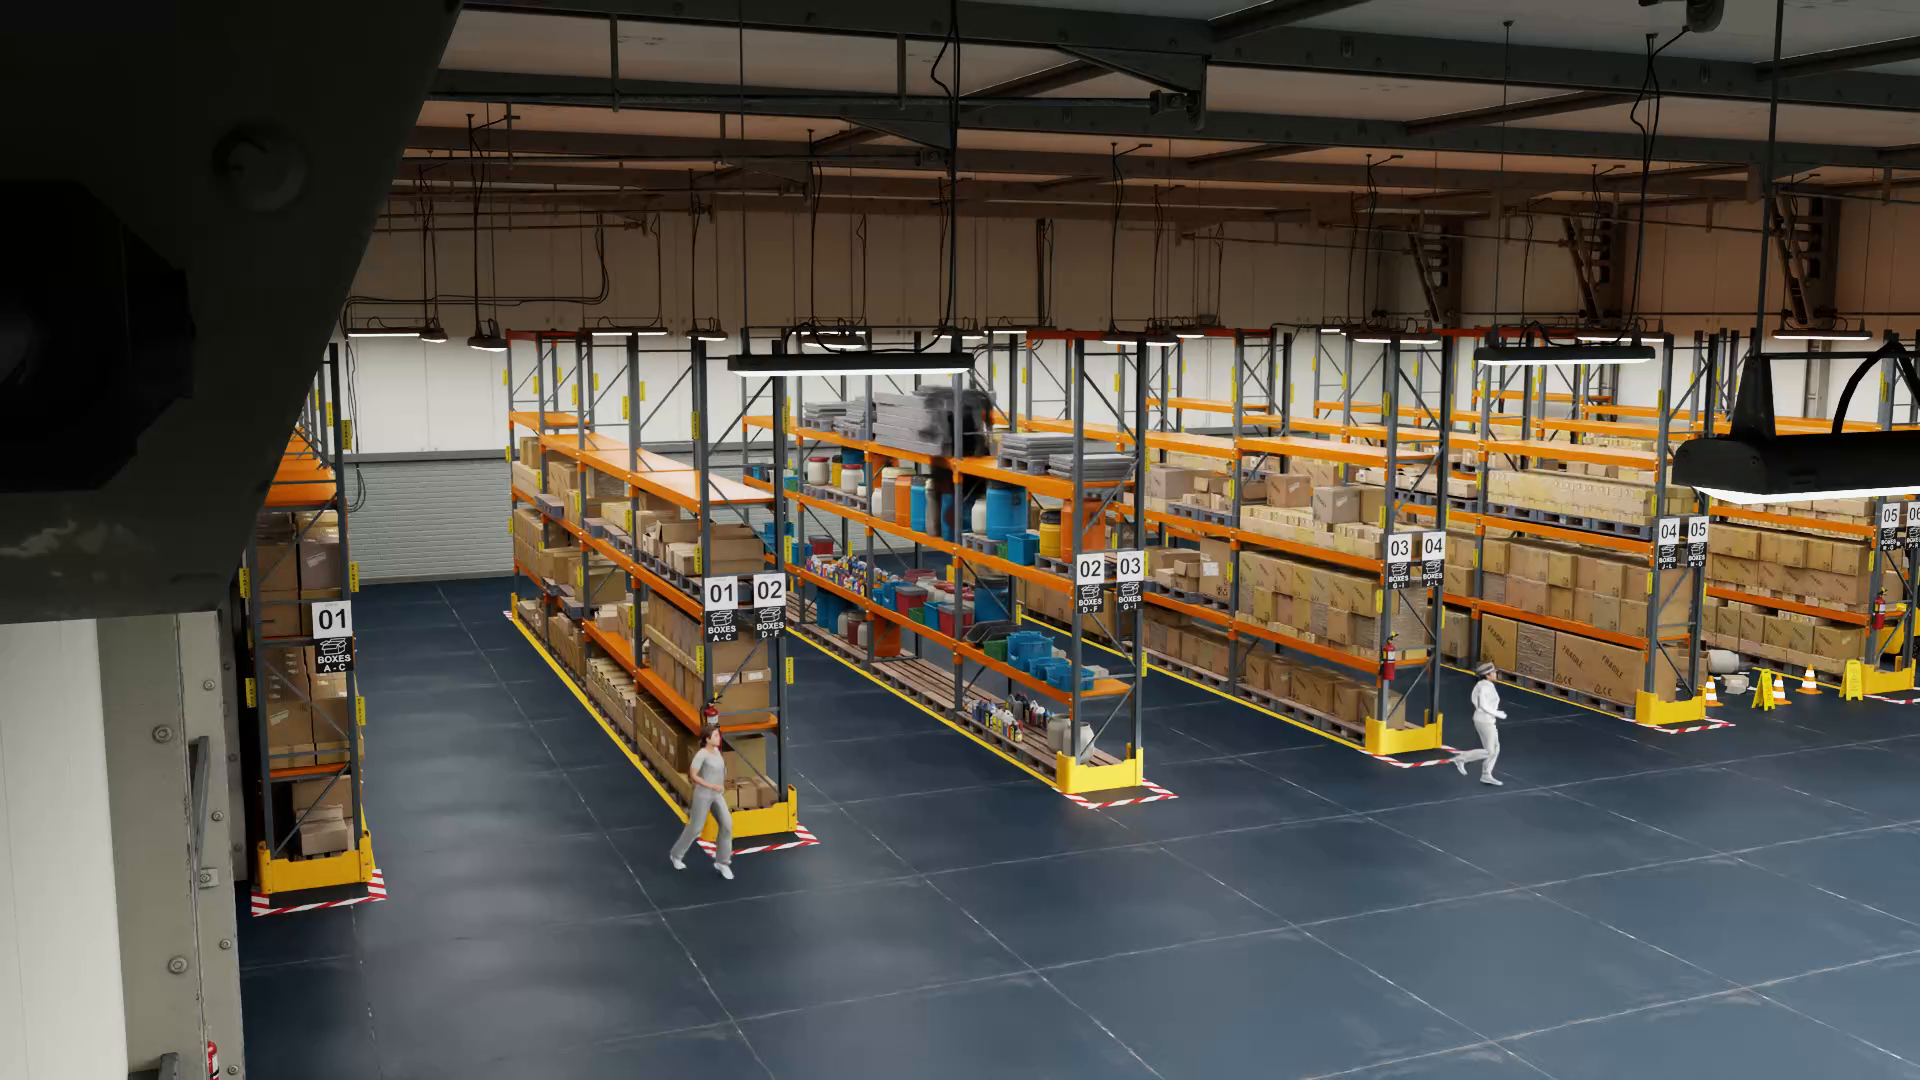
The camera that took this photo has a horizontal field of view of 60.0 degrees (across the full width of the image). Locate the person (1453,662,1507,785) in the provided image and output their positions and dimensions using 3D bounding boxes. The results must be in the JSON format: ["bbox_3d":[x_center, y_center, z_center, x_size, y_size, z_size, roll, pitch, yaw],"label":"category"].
[{"bbox_3d":[7.040,2.465,22.527,0.677,1.663,0.607,2,8,13],"label":"person"}]

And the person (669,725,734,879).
[{"bbox_3d":[-2.854,2.948,18.938,0.843,1.686,0.647,5,9,30],"label":"person"}]
